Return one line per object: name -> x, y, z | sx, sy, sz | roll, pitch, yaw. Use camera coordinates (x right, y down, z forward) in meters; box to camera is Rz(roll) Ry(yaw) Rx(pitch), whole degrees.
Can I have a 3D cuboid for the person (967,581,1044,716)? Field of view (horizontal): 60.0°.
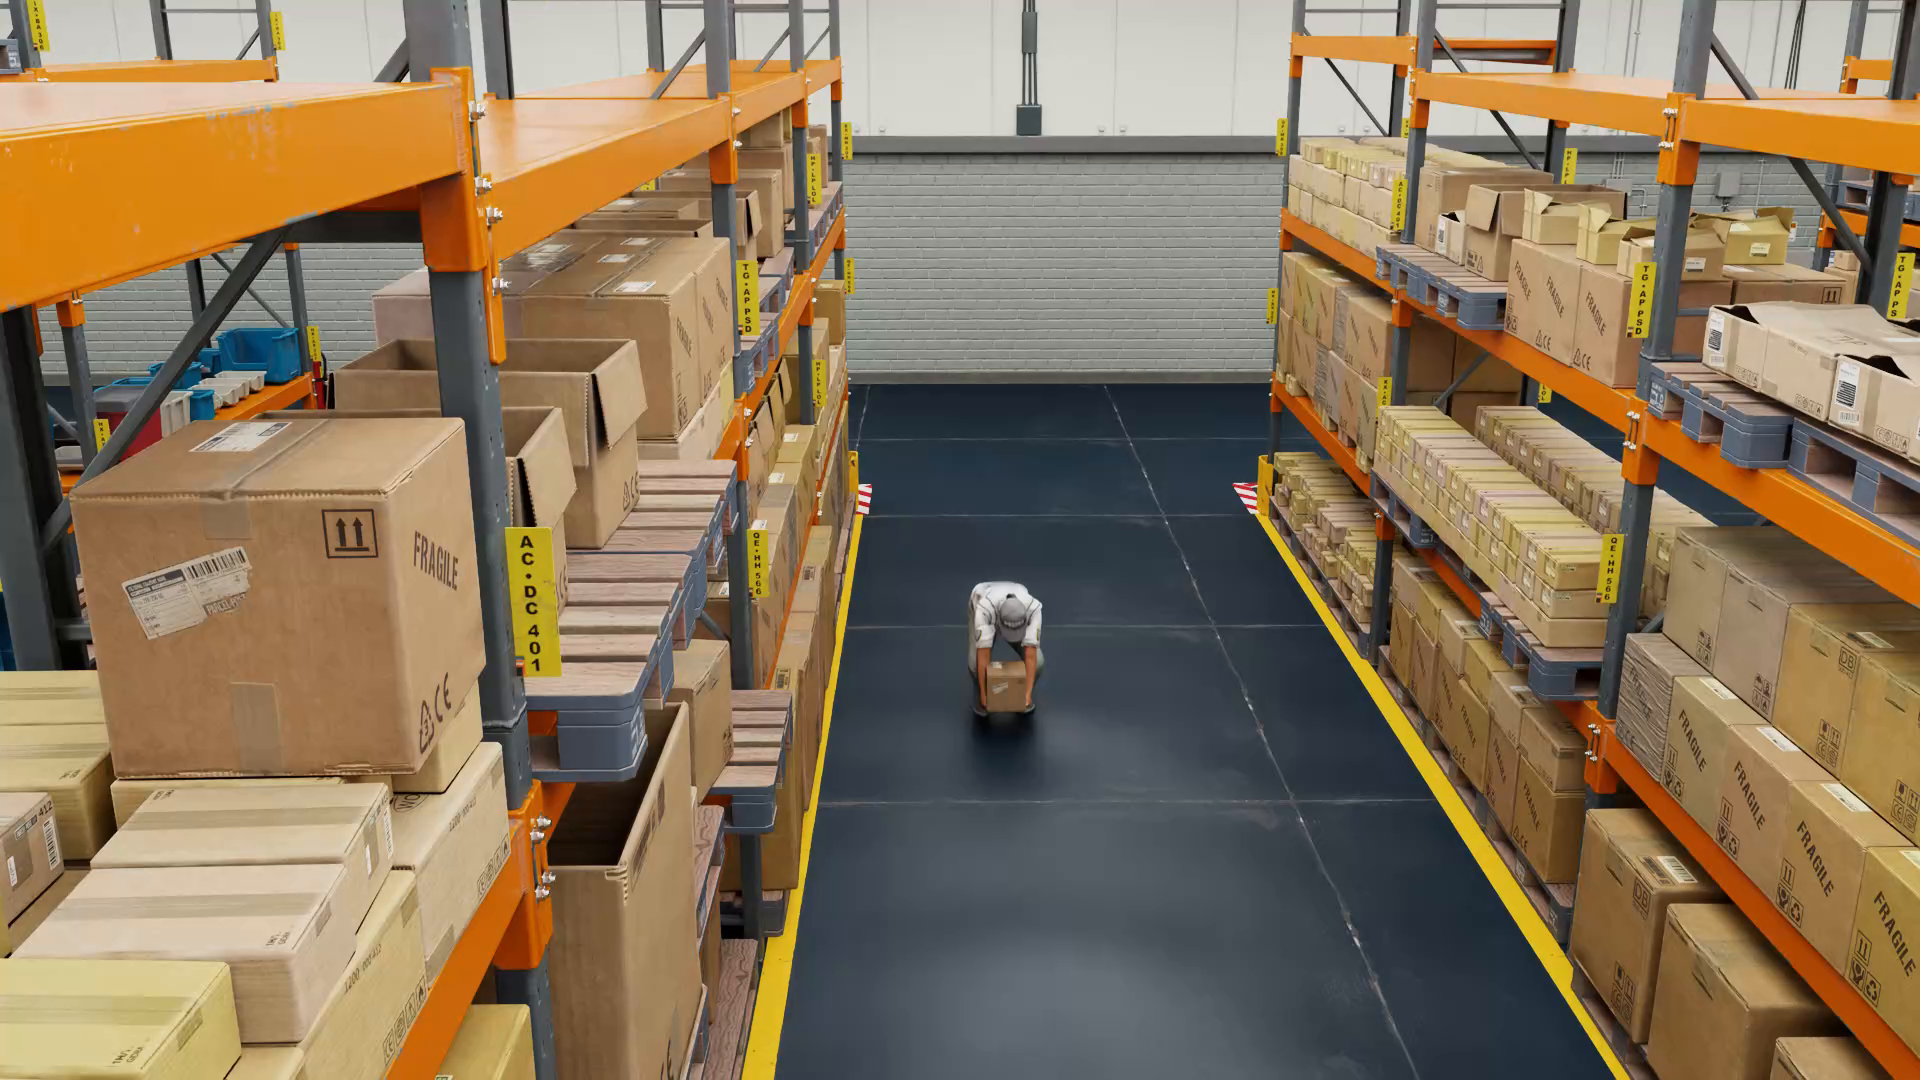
person -> 0.297, 0.714, 10.970 | 0.514, 0.944, 0.920 | -1, 17, -3
